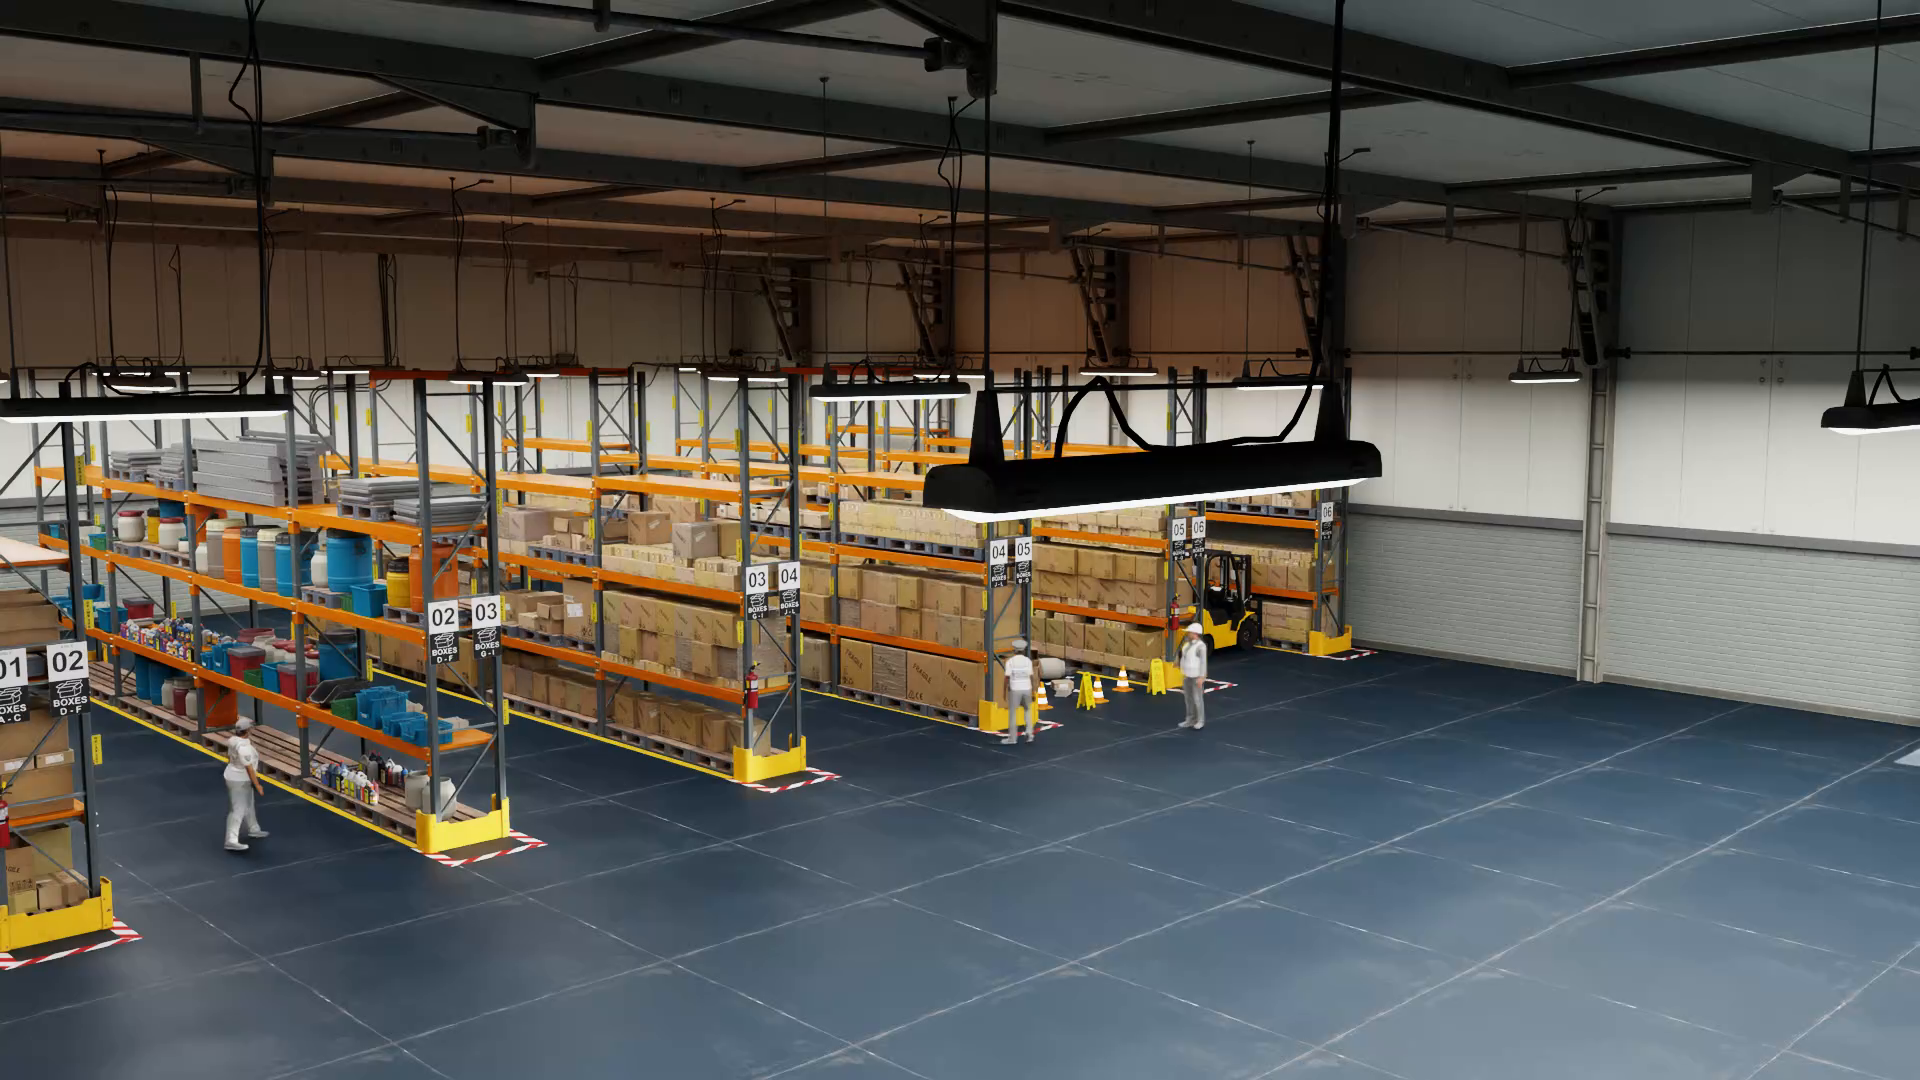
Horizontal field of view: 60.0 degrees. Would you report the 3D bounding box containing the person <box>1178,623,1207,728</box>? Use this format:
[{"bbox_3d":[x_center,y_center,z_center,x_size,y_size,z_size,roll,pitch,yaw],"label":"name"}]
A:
[{"bbox_3d":[3.937,2.291,28.070,0.401,1.793,0.606,-4,8,-34],"label":"person"}]

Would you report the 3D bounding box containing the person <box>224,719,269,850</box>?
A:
[{"bbox_3d":[-9.207,3.105,21.399,0.612,1.666,0.680,-4,8,-31],"label":"person"}]

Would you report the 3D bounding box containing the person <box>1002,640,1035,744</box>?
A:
[{"bbox_3d":[0.961,2.473,26.936,0.519,1.691,0.370,-2,7,-16],"label":"person"}]
